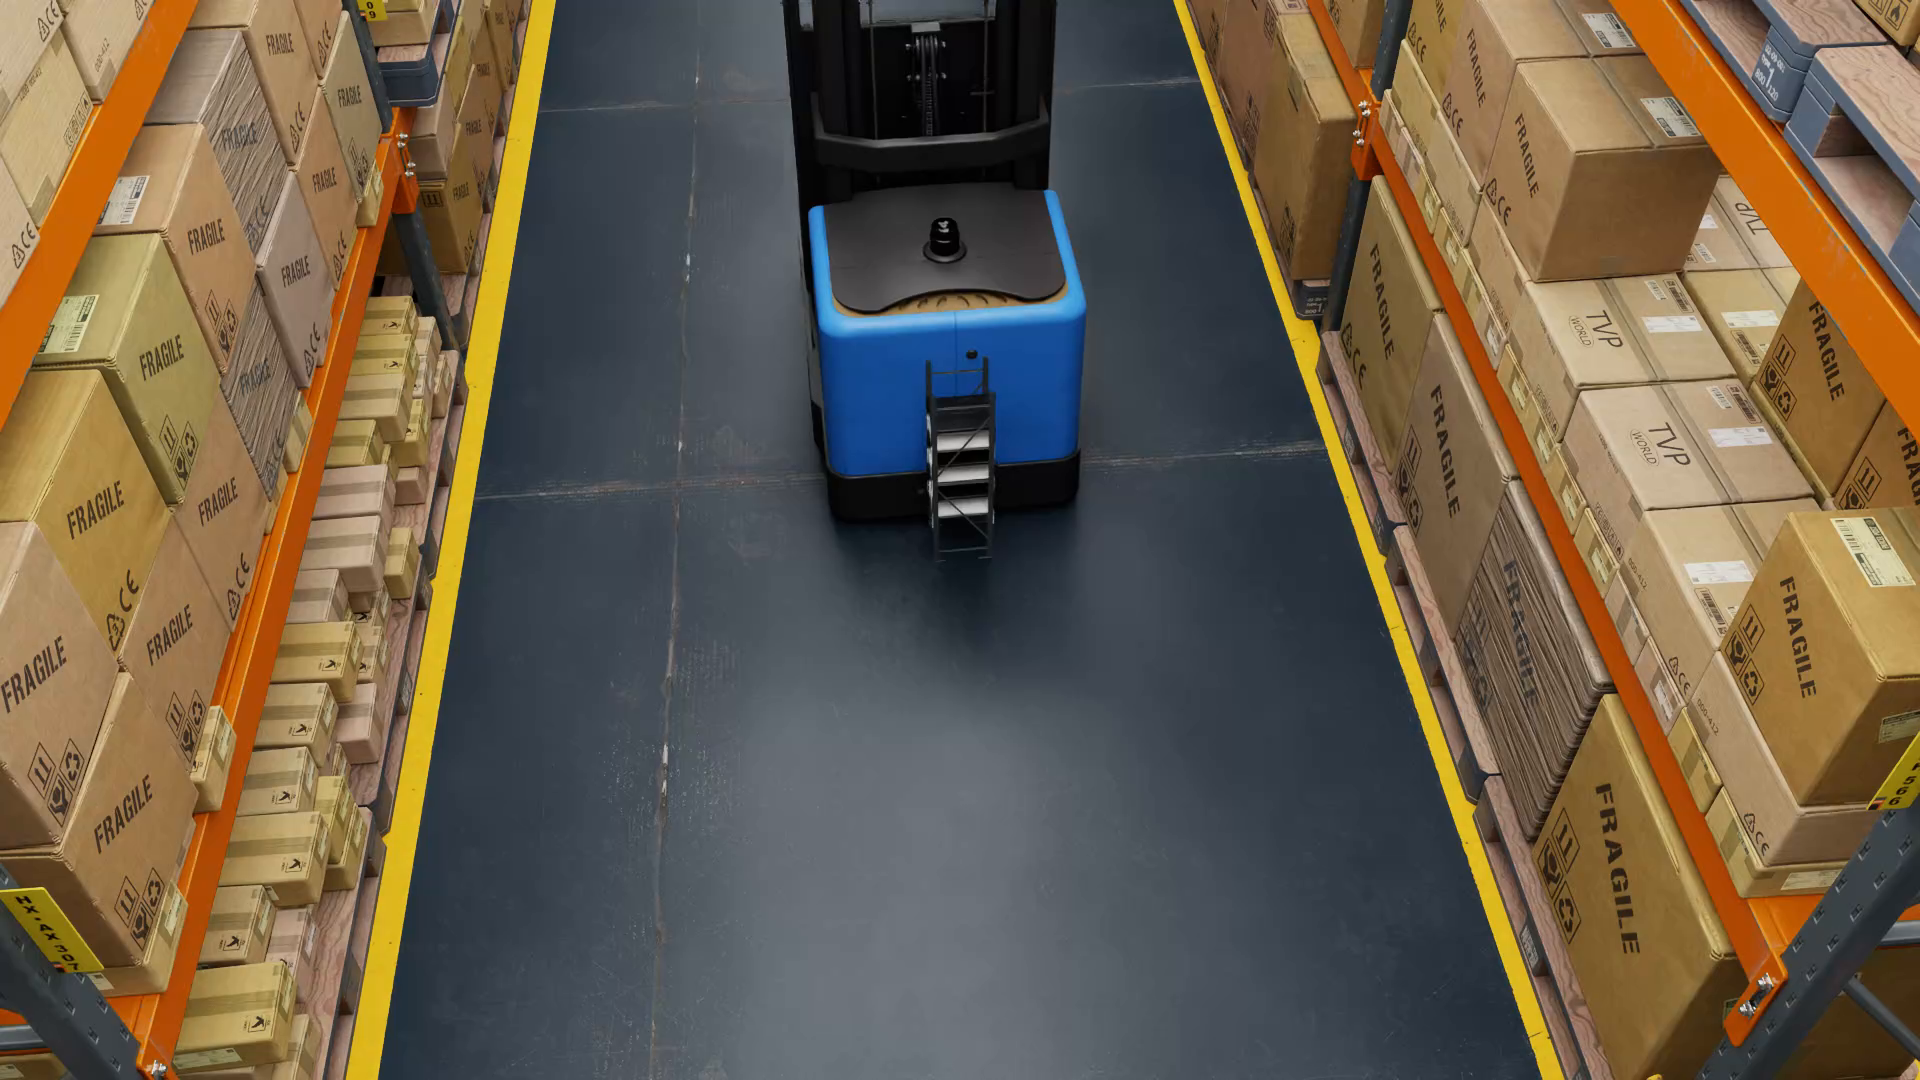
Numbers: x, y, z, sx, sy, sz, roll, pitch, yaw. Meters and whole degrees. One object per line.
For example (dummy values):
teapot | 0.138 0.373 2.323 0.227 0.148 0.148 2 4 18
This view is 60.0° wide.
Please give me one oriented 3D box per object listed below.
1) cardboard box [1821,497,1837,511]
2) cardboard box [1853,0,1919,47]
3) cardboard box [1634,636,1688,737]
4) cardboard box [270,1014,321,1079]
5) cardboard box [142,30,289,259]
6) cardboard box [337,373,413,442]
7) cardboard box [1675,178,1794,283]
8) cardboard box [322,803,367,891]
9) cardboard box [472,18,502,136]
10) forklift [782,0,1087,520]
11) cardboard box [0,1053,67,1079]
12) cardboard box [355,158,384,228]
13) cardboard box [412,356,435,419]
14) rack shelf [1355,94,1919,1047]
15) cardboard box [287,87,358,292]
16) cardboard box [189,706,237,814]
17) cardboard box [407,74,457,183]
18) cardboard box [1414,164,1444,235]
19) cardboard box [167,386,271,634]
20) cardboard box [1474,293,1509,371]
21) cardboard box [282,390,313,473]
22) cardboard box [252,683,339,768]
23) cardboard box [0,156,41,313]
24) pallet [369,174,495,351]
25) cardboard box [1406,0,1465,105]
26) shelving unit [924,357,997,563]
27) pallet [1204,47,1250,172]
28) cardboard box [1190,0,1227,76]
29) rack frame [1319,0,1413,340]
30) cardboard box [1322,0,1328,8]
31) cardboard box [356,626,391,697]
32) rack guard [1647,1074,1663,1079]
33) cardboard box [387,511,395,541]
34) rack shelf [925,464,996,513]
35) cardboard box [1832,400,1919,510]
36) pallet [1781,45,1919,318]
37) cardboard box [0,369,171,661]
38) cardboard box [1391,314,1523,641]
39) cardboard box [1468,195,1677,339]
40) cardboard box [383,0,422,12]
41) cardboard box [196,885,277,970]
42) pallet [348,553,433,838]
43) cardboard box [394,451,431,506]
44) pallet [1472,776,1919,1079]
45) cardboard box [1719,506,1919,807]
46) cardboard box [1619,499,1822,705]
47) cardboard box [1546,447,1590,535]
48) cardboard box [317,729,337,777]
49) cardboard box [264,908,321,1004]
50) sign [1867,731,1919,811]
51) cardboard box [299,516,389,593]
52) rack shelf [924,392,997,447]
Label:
cardboard box | 2.700 0.126 4.599 0.500 0.250 0.500 -4 47 -4
cardboard box | 2.405 -1.487 3.736 0.700 0.500 0.500 -6 47 -6
cardboard box | 2.119 0.395 4.620 0.380 0.149 0.250 -3 47 -3
cardboard box | -2.155 1.582 4.996 0.380 0.149 0.250 -3 47 -2
cardboard box | -2.379 -1.161 4.958 0.500 0.500 0.500 -2 47 -2
cardboard box | -2.387 -0.514 6.572 0.380 0.149 0.250 -4 47 -4
cardboard box | 2.573 -0.981 5.648 0.500 0.250 0.500 -3 47 -2
cardboard box | -2.198 1.027 5.522 0.380 0.149 0.250 -3 47 -3
cardboard box | -2.666 -2.346 8.475 0.500 0.500 0.500 -3 47 -3
forklift | -0.190 -2.170 6.923 1.130 2.935 3.031 -5 47 -5
cardboard box | -2.727 1.408 4.751 0.380 0.149 0.250 -3 47 -3
cardboard box | -2.378 -1.291 6.216 0.380 0.149 0.250 -5 47 -4
cardboard box | -2.387 -0.612 6.870 0.380 0.149 0.250 -6 47 -5
rack shelf | 2.353 -0.283 5.584 1.077 0.370 4.000 -3 47 -3
cardboard box | -2.401 -1.177 5.662 0.500 0.500 0.500 -5 47 -4
cardboard box | -2.162 0.597 4.428 0.380 0.149 0.250 -5 47 -4
cardboard box | -2.564 -1.843 7.482 0.500 0.250 0.500 -5 47 -5
cardboard box | 1.924 -1.276 6.202 0.380 0.149 0.250 -2 47 -2
cardboard box | -2.291 -0.074 4.617 0.500 0.500 0.500 -3 47 -3
cardboard box | 1.988 -0.719 5.675 0.380 0.149 0.250 -3 47 -3
cardboard box | -2.305 -0.344 5.319 0.380 0.149 0.250 -3 47 -3
cardboard box | -2.289 0.618 5.499 0.380 0.149 0.250 -2 47 -2
cardboard box | -2.253 -0.557 3.385 0.500 0.250 0.500 -2 47 -2
pallet | -2.832 -1.354 8.023 1.003 0.211 1.213 -3 47 -3
cardboard box | 1.971 -1.924 6.025 0.500 0.500 0.500 -3 47 -3
shelving unit | 0.001 -0.301 6.552 0.258 0.900 0.210 -5 47 -4
pallet | 1.941 -2.457 9.068 1.003 0.211 1.213 -3 47 -3
cardboard box | 1.955 -3.140 8.968 1.225 0.875 0.875 -3 47 -3
rack frame | 2.186 -1.978 6.694 1.000 3.000 0.127 -3 47 -3
cardboard box | 1.840 -2.692 7.301 0.500 0.500 0.500 -2 47 -2
cardboard box | -2.298 0.464 6.056 0.380 0.149 0.250 -3 47 -3
rack guard | 2.523 1.793 4.844 1.175 0.500 0.348 -3 47 -3
cardboard box | -2.383 -0.049 6.336 0.380 0.149 0.250 -2 47 -2
rack shelf | 0.001 -0.216 6.641 0.258 0.077 0.200 -5 47 -4
cardboard box | 2.708 -0.118 4.314 0.500 0.500 0.500 -5 47 -4
pallet | 2.448 -0.621 3.404 1.003 0.211 1.213 -3 47 -3
cardboard box | -2.252 -0.041 3.897 0.500 0.500 0.500 -2 47 -2
cardboard box | 2.237 -0.258 6.239 0.875 0.875 0.875 -3 47 -3
cardboard box | 2.050 -0.938 5.607 0.500 0.250 0.500 -2 47 -2
cardboard box | -2.340 -2.223 6.604 0.380 0.149 0.250 -3 47 -3
cardboard box | -2.278 1.184 4.964 0.380 0.149 0.250 -3 47 -3
pallet | -2.568 0.578 6.194 1.003 0.211 1.213 -3 47 -3
cardboard box | -2.368 -0.270 6.751 0.380 0.149 0.250 -5 47 -5
pallet | 2.376 1.301 5.509 1.003 0.211 1.213 -3 47 -3
cardboard box | 2.218 0.271 3.946 0.500 0.500 0.500 -3 47 -3
cardboard box | 2.174 0.164 4.564 0.500 0.250 0.500 -4 47 -4
cardboard box | 2.054 -0.161 5.146 0.380 0.149 0.250 -3 47 -3
cardboard box | -2.324 0.732 5.597 0.380 0.149 0.250 -6 47 -5
cardboard box | -2.185 1.282 5.076 0.380 0.149 0.250 -4 47 -3
sign | 1.979 0.460 3.425 0.100 0.325 0.005 -3 47 -3
cardboard box | -2.293 0.063 6.026 0.380 0.149 0.250 -5 47 -5
rack shelf | 0.001 -0.464 6.380 0.258 0.077 0.200 -5 47 -4
